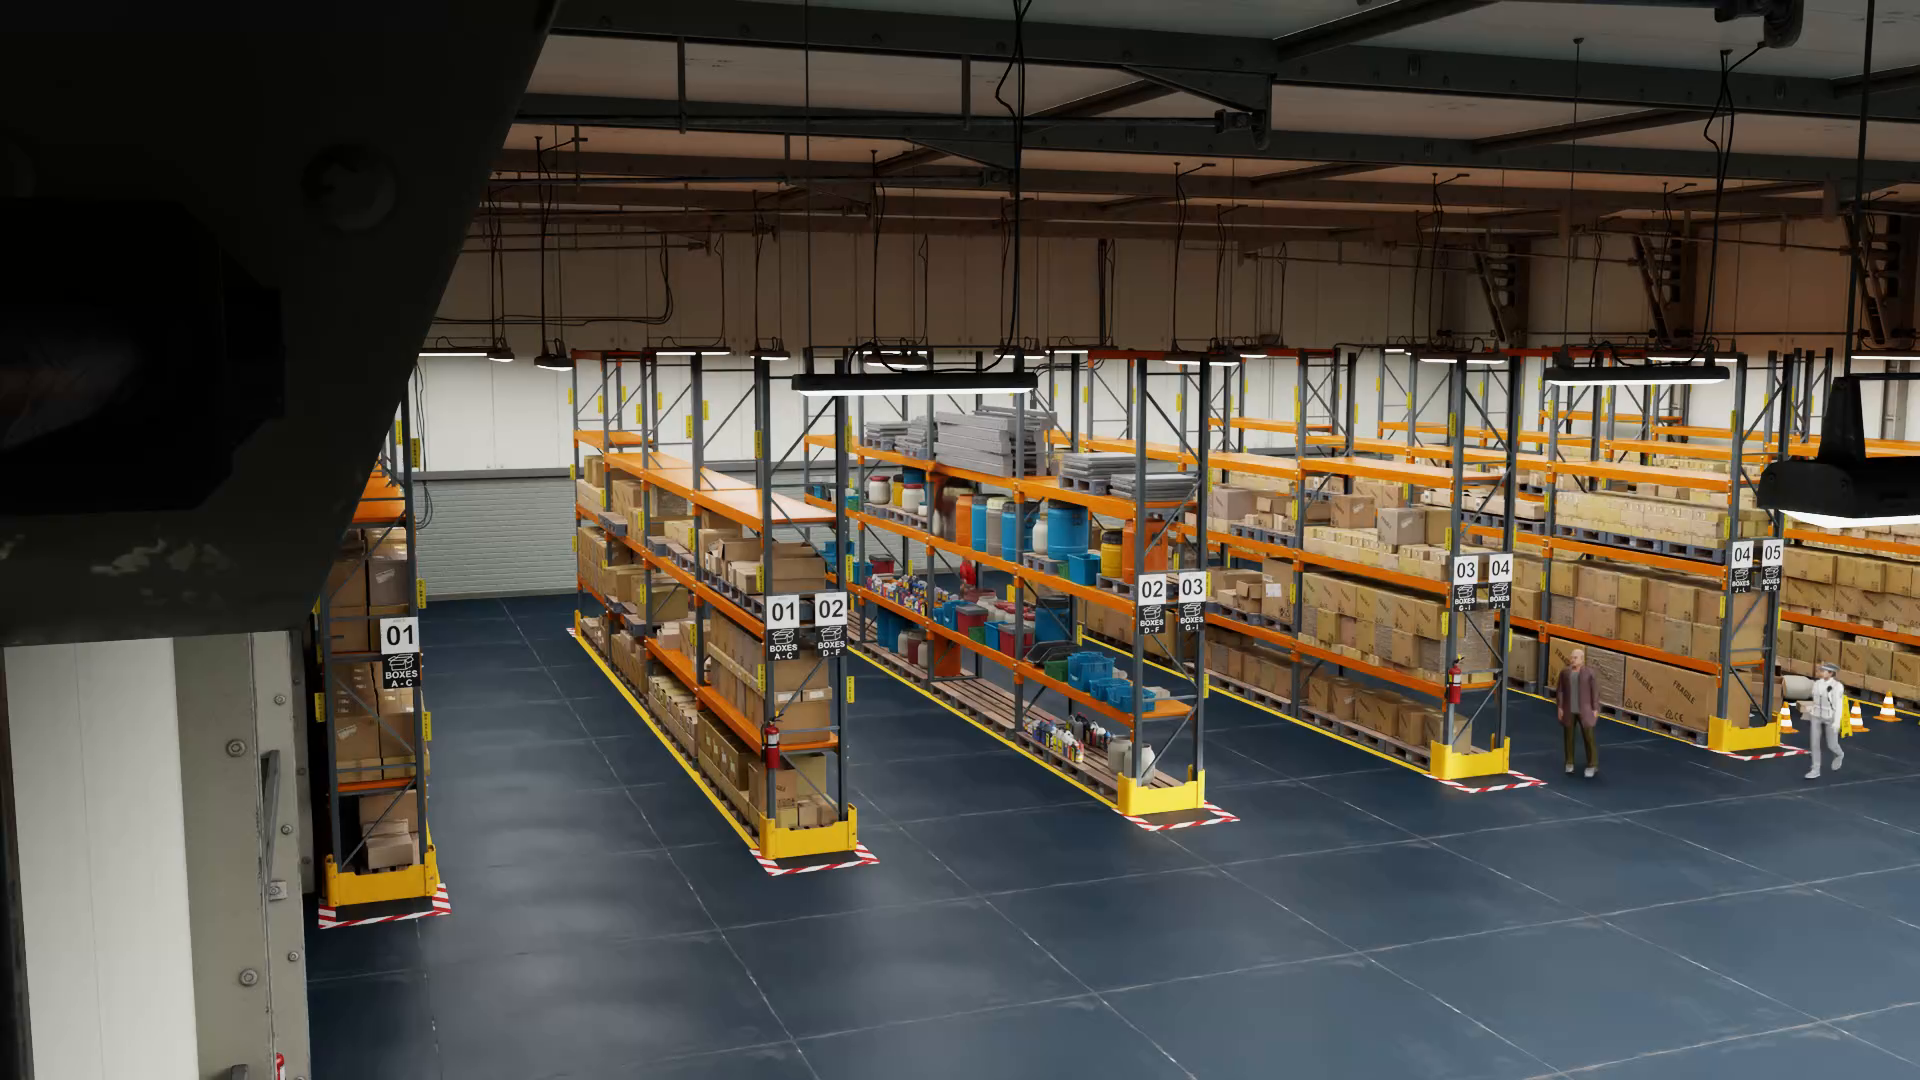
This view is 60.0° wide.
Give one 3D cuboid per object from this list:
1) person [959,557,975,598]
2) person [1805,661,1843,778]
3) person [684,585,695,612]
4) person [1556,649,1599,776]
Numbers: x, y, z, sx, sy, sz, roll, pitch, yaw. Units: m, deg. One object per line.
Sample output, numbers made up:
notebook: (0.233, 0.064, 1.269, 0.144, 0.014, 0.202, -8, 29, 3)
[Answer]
person: (0.145, 1.098, 35.302, 0.472, 1.740, 0.613, 2, 7, 13)
person: (12.362, 2.546, 23.726, 0.666, 1.676, 0.457, -7, 10, -44)
person: (-5.649, 1.150, 34.873, 0.527, 1.733, 0.559, -1, 7, -12)
person: (8.890, 2.473, 23.970, 0.630, 1.787, 0.443, 4, 8, 31)
